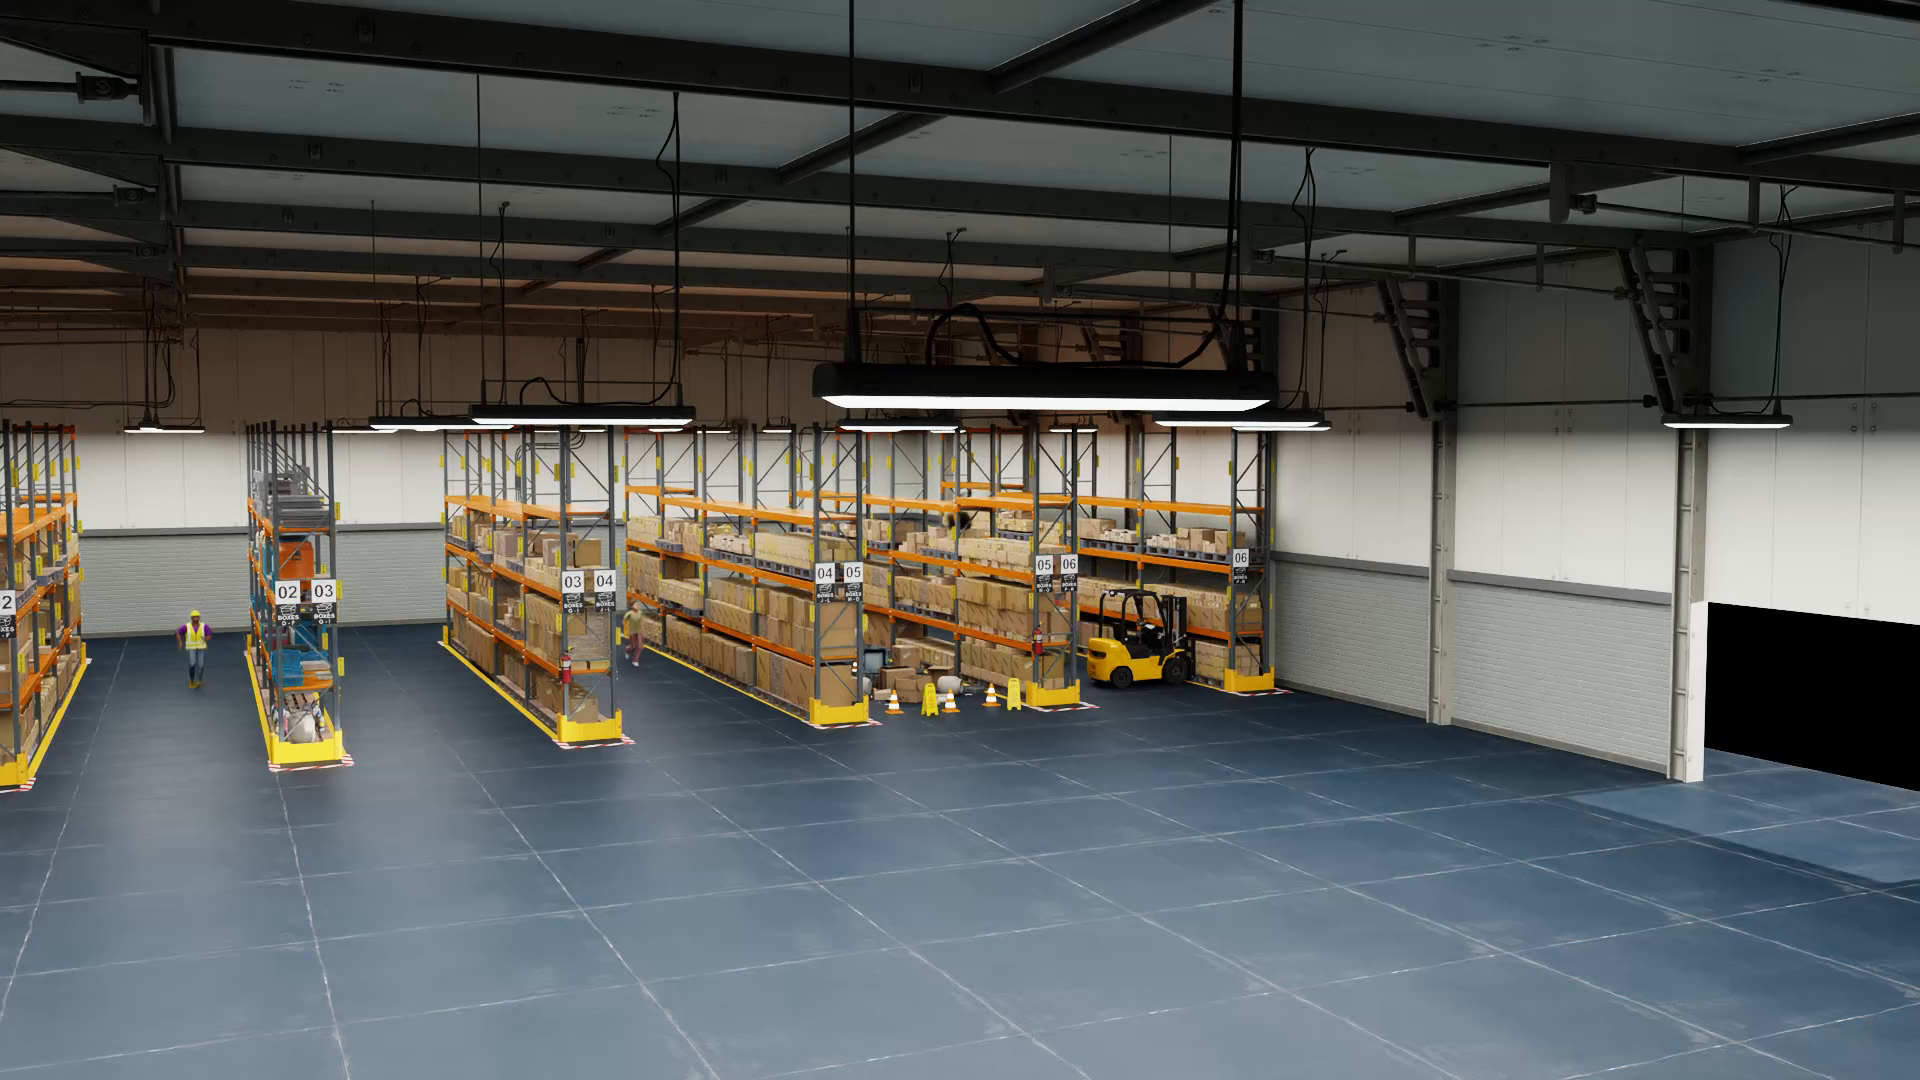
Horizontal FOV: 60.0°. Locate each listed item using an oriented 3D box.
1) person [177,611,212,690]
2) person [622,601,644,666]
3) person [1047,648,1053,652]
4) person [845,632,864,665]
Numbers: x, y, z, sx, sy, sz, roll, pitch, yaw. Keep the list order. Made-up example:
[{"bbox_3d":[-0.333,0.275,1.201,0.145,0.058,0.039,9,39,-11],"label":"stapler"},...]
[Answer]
[{"bbox_3d":[-17.278,2.495,37.587,0.695,1.789,0.721,-2,4,-32],"label":"person"},{"bbox_3d":[-8.182,2.324,41.686,0.595,1.621,0.616,-3,5,-38],"label":"person"},{"bbox_3d":[2.032,2.274,42.703,0.989,1.590,0.674,3,5,43],"label":"person"},{"bbox_3d":[-2.738,2.356,41.403,0.686,1.627,0.604,0,4,4],"label":"person"}]
